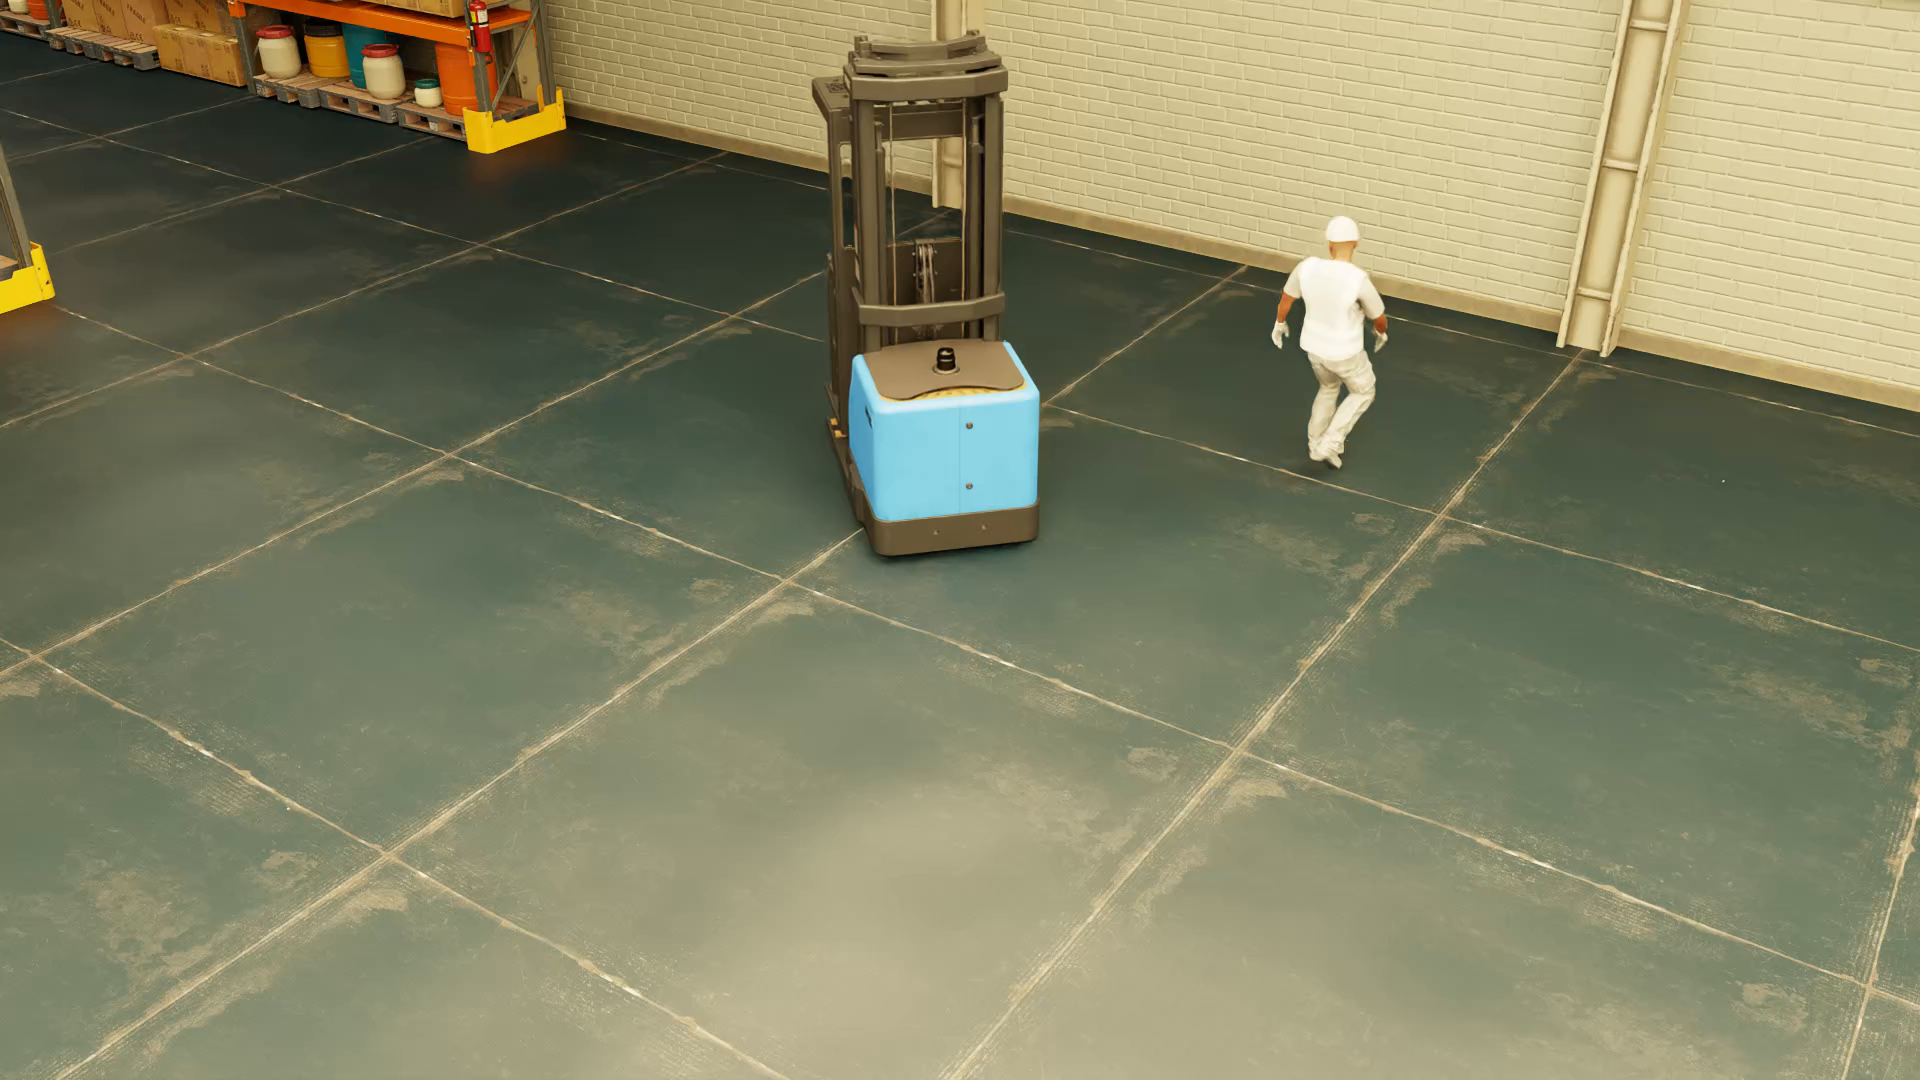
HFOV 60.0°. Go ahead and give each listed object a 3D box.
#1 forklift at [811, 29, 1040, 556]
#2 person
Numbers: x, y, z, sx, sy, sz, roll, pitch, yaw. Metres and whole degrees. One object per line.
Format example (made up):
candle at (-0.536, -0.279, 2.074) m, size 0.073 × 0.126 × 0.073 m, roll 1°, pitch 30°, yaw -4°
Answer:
forklift at (-0.326, -1.896, 10.846) m, size 1.130 × 2.935 × 3.031 m, roll -6°, pitch 31°, yaw -11°
person at (2.477, -1.323, 11.049) m, size 0.530 × 1.738 × 0.775 m, roll -22°, pitch 37°, yaw -33°
